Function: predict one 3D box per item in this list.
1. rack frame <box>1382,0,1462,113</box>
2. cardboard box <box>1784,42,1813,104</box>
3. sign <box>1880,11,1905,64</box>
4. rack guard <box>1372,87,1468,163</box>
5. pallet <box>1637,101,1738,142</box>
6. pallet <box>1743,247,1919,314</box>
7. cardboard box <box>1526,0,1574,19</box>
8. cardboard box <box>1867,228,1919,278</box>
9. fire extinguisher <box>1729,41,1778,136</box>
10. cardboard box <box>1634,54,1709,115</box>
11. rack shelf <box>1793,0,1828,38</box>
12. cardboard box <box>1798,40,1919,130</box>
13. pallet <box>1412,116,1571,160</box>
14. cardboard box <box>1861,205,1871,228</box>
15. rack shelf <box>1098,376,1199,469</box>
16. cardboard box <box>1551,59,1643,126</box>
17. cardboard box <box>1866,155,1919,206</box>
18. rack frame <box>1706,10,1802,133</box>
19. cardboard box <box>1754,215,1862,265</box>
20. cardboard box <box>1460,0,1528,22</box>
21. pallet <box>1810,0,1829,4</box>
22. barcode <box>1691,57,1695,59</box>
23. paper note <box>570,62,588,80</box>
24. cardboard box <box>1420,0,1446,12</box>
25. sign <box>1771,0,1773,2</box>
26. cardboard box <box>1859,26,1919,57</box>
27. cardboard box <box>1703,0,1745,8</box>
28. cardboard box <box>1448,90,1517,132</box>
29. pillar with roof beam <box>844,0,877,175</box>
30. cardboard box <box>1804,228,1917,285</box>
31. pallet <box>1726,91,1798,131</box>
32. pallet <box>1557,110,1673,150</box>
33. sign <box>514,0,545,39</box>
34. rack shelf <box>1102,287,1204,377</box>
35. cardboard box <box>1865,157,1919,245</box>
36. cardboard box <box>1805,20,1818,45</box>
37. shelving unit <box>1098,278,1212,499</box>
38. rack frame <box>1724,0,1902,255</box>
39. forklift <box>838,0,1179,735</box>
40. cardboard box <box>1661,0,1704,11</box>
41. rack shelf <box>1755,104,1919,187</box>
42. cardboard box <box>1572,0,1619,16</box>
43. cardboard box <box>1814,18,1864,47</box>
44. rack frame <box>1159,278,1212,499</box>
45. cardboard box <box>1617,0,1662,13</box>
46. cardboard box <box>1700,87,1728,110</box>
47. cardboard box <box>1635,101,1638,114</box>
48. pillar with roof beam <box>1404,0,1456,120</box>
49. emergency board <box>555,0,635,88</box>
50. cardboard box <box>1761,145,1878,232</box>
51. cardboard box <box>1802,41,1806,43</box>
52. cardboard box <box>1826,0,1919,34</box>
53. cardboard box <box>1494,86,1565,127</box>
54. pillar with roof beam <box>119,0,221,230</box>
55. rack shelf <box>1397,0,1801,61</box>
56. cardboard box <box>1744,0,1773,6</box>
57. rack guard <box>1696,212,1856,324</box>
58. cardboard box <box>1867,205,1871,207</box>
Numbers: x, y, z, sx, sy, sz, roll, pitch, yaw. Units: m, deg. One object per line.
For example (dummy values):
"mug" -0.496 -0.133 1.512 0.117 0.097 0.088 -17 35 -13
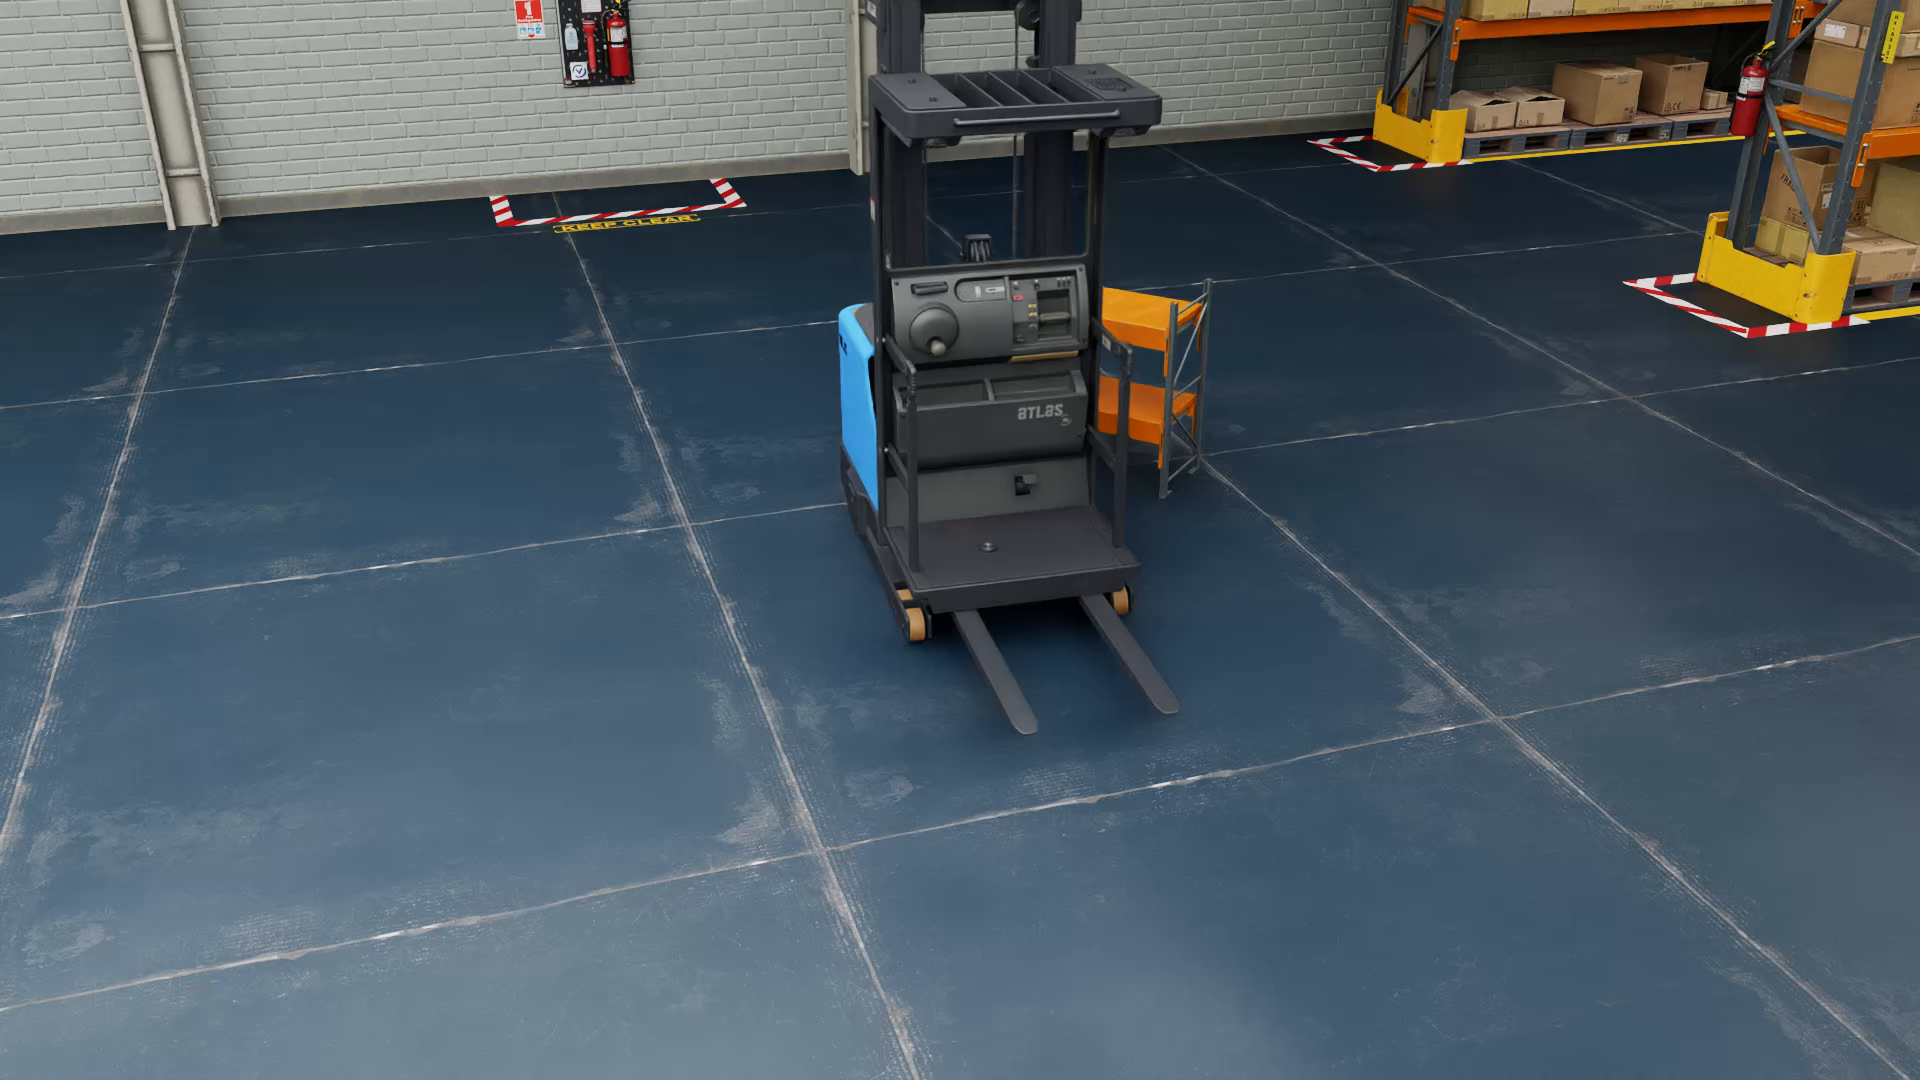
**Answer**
"rack frame" 4.481 -5.240 15.932 0.127 3.000 1.000 -8 28 -16
"cardboard box" 8.979 -4.977 17.718 0.500 0.500 0.700 -7 27 -14
"sign" 6.184 -3.334 11.030 0.005 0.325 0.100 -8 28 -16
"rack guard" 4.553 -4.131 16.509 0.348 0.500 1.175 -8 28 -16
"pallet" 7.656 -4.435 17.446 1.213 0.211 1.003 -8 28 -16
"pallet" 6.732 -2.021 12.582 1.213 0.211 1.003 -8 28 -16
"cardboard box" 5.532 -5.193 15.982 0.500 0.250 0.500 -9 28 -18
"cardboard box" 7.071 -2.153 12.334 0.500 0.250 0.500 -8 28 -16
"fire extinguisher" 5.762 -3.292 12.095 0.183 0.674 0.296 -8 28 -16
"cardboard box" 7.309 -4.709 17.178 0.500 0.500 0.500 -10 28 -20
"rack shelf" 10.186 -5.744 17.757 4.000 0.370 1.077 -8 28 -16
"cardboard box" 6.466 -3.250 11.811 0.500 0.500 0.700 -8 28 -16
"pallet" 5.336 -4.099 16.769 1.213 0.211 1.003 -8 28 -16
"cardboard box" 6.908 -2.376 12.782 0.500 0.250 0.500 -8 28 -16
"rack shelf" 0.803 -0.725 9.496 1.000 0.278 0.538 15 30 27
"cardboard box" 6.421 -4.533 16.825 0.500 0.500 0.700 -10 28 -19
"cardboard box" 7.382 -2.782 12.758 0.500 0.500 0.500 -8 28 -16
"rack frame" 8.284 -5.791 17.042 0.127 3.000 1.000 -8 28 -16
"cardboard box" 6.437 -2.302 12.633 0.500 0.250 0.500 -8 28 -16
"cardboard box" 5.043 -5.115 15.826 0.500 0.250 0.500 -9 28 -18
"pallet" 9.056 -5.749 17.173 1.213 0.211 1.003 -8 28 -16
"barcode" 7.696 -5.039 17.483 0.075 0.075 0.001 -8 28 -16
"paper note" -3.378 -4.162 14.752 0.142 0.148 0.016 -8 28 -16
"cardboard box" 4.865 -5.329 16.256 0.500 0.250 0.500 -8 27 -15
"sign" 5.863 -4.002 11.870 0.005 0.325 0.100 -8 28 -16
"cardboard box" 6.458 -3.445 11.474 0.250 0.149 0.380 -8 28 -16
"cardboard box" 7.451 -5.474 16.550 0.500 0.250 0.500 -8 28 -16
"cardboard box" 5.166 -4.290 16.548 0.500 0.311 0.500 -12 29 -22
"pillar with roof beam" 0.506 -5.743 10.199 0.400 9.000 9.100 -8 28 -16
"cardboard box" 6.597 -2.083 12.192 0.500 0.250 0.500 -8 28 -16
"pallet" 9.024 -4.650 17.879 1.213 0.211 1.003 -8 28 -16
"pallet" 6.494 -4.265 17.104 1.213 0.211 1.003 -8 28 -16
"sign" -3.746 -4.536 14.473 0.234 0.329 0.001 -8 28 -16
"rack shelf" 0.803 -1.206 9.257 1.000 0.278 0.538 15 30 27
"cardboard box" 7.072 -2.488 12.165 0.500 0.500 0.500 -8 28 -16
"cardboard box" 9.396 -5.375 17.677 0.500 0.250 0.500 -9 28 -17
"shelving unit" 0.803 -0.944 9.387 1.048 1.125 0.538 15 30 27
"rack frame" 6.018 -3.146 11.715 0.127 3.000 1.000 -8 28 -16
"forklift" 0.199 -1.022 7.512 1.130 2.935 3.031 -7 27 -13
"cardboard box" 6.978 -5.399 16.397 0.500 0.250 0.500 -8 28 -16
"rack shelf" 7.920 -3.100 12.429 4.000 0.370 1.077 -8 28 -16
"cardboard box" 6.018 -5.260 16.119 0.500 0.250 0.500 -9 28 -17
"cardboard box" 6.322 -3.615 11.816 0.250 0.149 0.380 -9 28 -17
"rack frame" 1.242 -0.830 9.157 0.032 1.125 0.500 15 30 27
"cardboard box" 6.500 -5.329 16.257 0.500 0.250 0.500 -8 28 -16
"cardboard box" 7.784 -4.633 17.400 0.250 0.166 0.380 -12 29 -23
"cardboard box" 6.757 -4.500 17.151 0.250 0.149 0.380 -11 28 -20
"pillar with roof beam" 6.211 -6.569 11.863 0.400 9.000 9.100 -8 28 -16
"emergency board" -3.188 -4.552 14.546 0.643 1.169 0.194 -8 28 -16
"cardboard box" 6.436 -2.639 12.468 0.500 0.500 0.500 -8 28 -16
"cardboard box" 9.454 -5.069 17.904 0.500 0.500 0.700 -9 28 -17
"cardboard box" 6.516 -3.838 11.537 0.500 0.500 0.700 -8 28 -16
"cardboard box" 5.708 -4.369 16.706 0.500 0.311 0.500 -6 27 -12
"pillar with roof beam" -5.199 -4.917 8.534 0.400 9.000 9.100 -8 28 -16
"rack shelf" 6.382 -5.194 16.647 4.000 0.370 1.077 -8 28 -16
"cardboard box" 7.927 -5.540 16.681 0.500 0.250 0.500 -8 28 -16
"rack guard" 5.995 -2.024 12.264 0.348 0.500 1.175 -8 28 -16
"cardboard box" 7.383 -2.445 12.922 0.500 0.250 0.500 -8 28 -16
